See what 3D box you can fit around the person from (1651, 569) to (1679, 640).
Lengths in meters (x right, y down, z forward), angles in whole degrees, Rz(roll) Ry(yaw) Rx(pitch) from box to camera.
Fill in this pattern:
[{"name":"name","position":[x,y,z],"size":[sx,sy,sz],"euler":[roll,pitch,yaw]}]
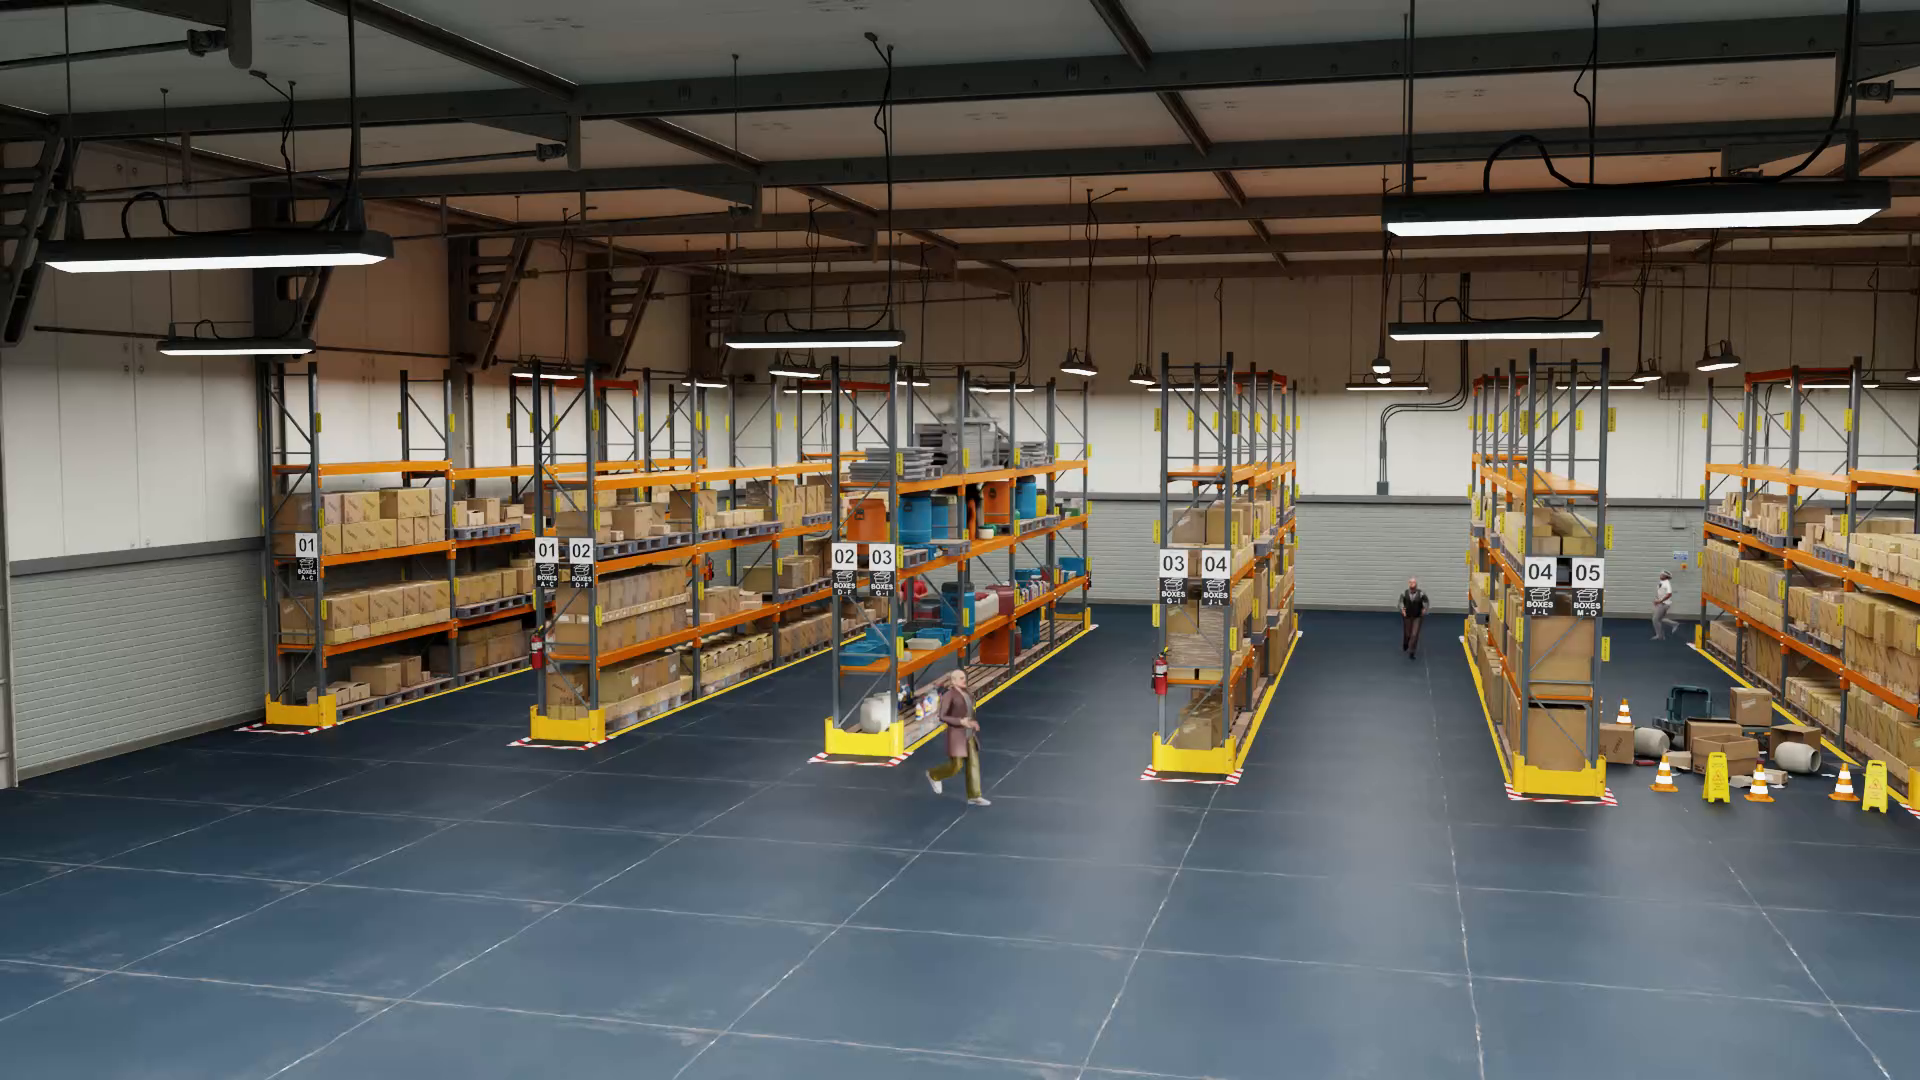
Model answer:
[{"name":"person","position":[16.296,1.490,38.372],"size":[0.594,1.664,0.587],"euler":[1,4,20]}]

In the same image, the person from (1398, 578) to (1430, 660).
[{"name":"person","position":[9.692,1.670,35.534],"size":[0.668,1.716,0.758],"euler":[1,4,19]}]

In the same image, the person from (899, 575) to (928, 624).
[{"name":"person","position":[-1.056,1.515,37.295],"size":[0.672,1.699,0.953],"euler":[0,4,4]}]

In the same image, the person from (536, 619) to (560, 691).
[{"name":"person","position":[-7.079,2.168,28.727],"size":[0.549,1.624,0.558],"euler":[0,4,5]}]

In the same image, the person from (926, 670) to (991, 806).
[{"name":"person","position":[-0.001,2.575,21.765],"size":[1.031,1.756,0.712],"euler":[3,5,39]}]
